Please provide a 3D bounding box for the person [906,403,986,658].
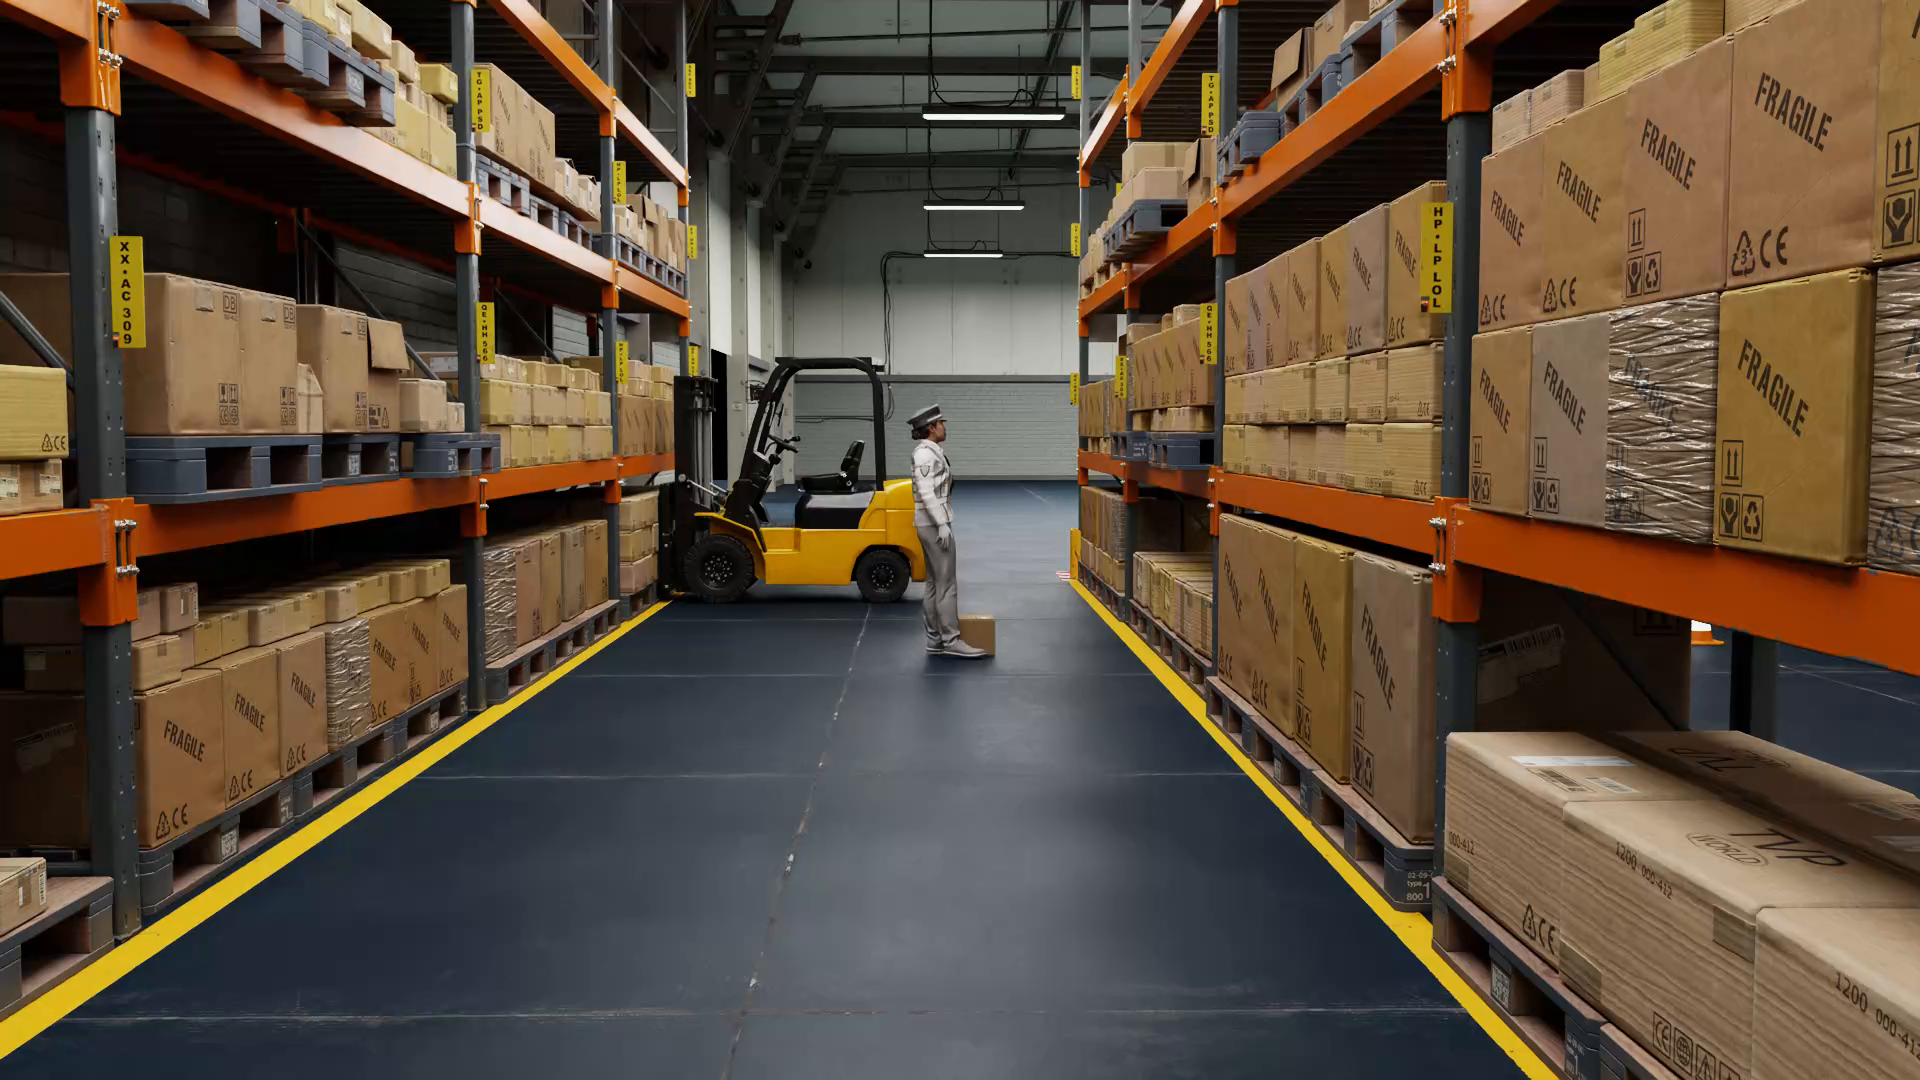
[{"bbox_3d":[-0.097,-0.077,11.261,0.530,1.695,0.588,0,4,-1],"label":"person"}]
